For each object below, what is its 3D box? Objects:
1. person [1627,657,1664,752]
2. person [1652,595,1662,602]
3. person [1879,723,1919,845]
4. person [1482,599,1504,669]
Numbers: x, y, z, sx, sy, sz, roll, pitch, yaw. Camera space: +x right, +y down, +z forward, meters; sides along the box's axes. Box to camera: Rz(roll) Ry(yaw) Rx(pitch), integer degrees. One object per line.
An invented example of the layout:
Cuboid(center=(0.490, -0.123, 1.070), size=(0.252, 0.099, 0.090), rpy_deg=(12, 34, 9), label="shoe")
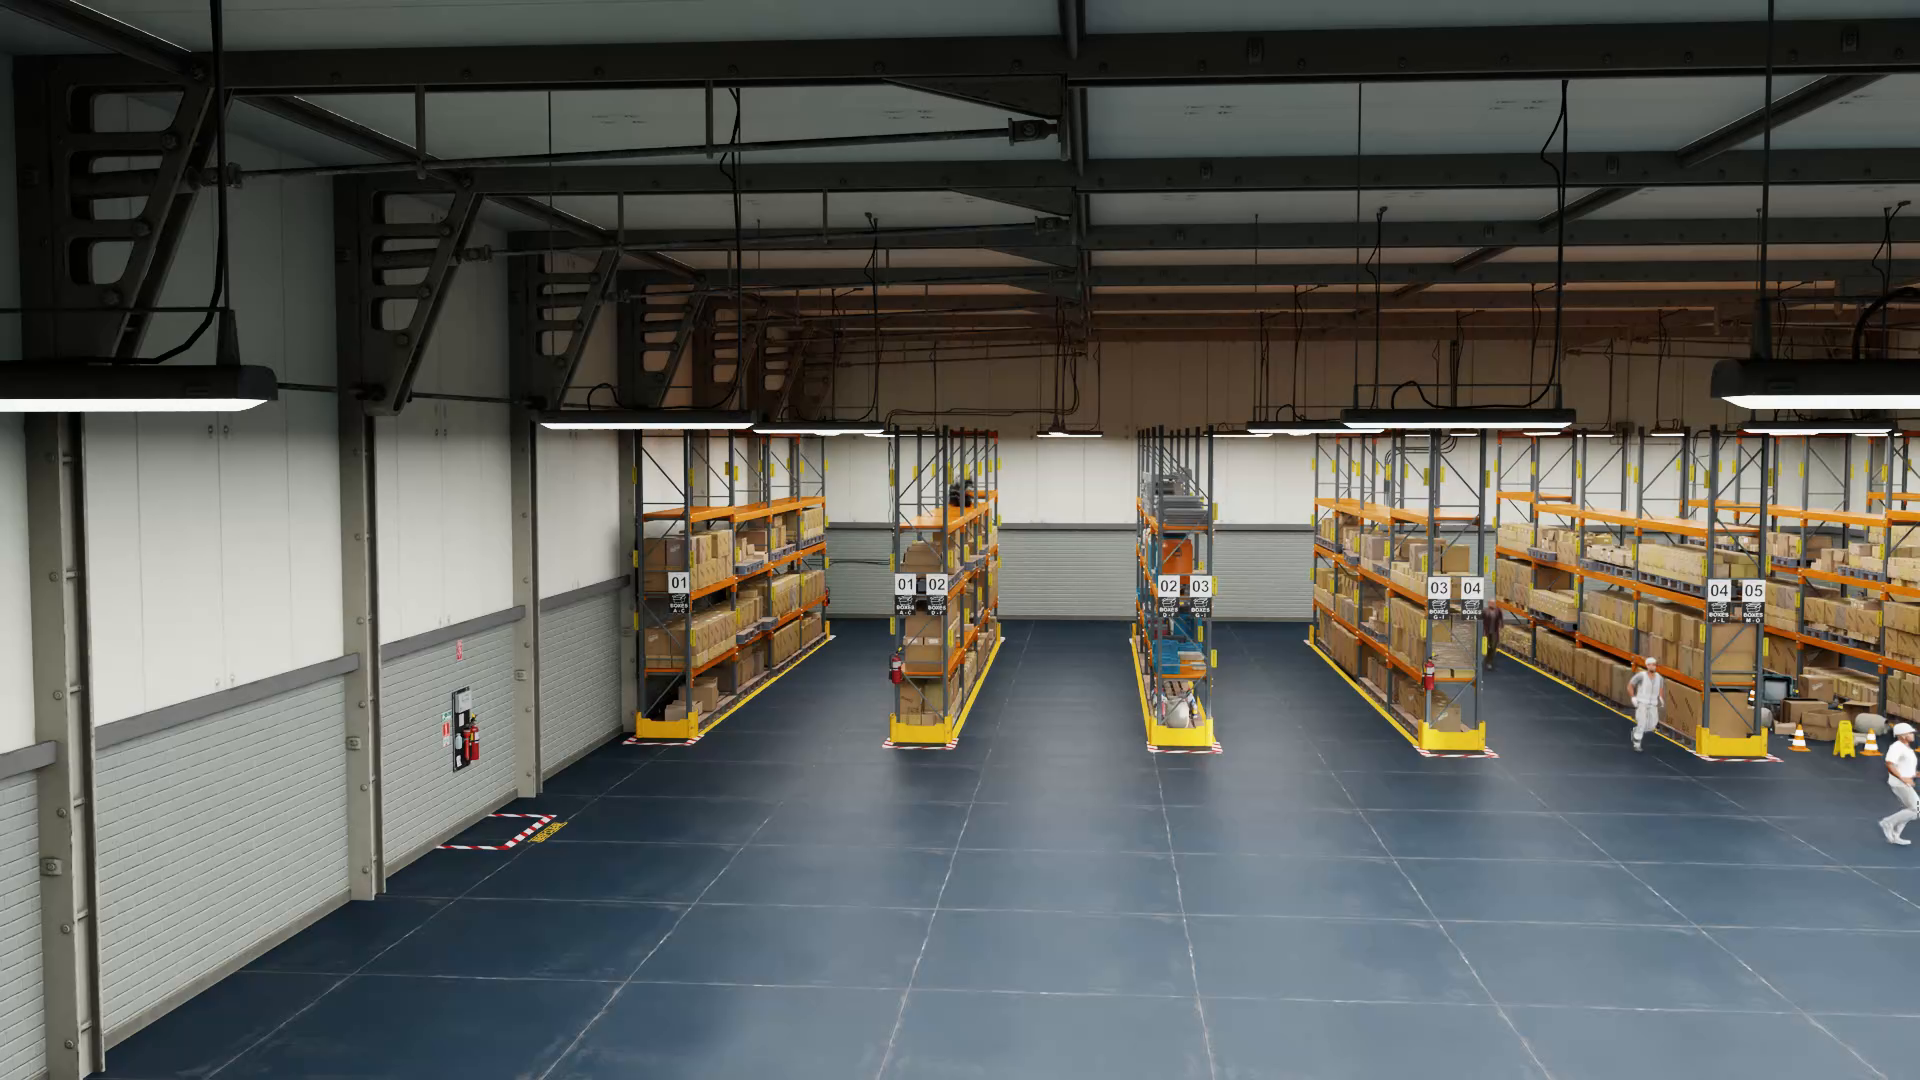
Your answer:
Cuboid(center=(12.652, 3.021, 30.659), size=(0.706, 1.728, 0.552), rpy_deg=(0, 3, -5), label="person")
Cuboid(center=(19.749, 2.116, 47.087), size=(0.707, 1.544, 0.498), rpy_deg=(-1, 3, -8), label="person")
Cuboid(center=(13.324, 3.443, 23.463), size=(0.571, 1.720, 0.676), rpy_deg=(2, 4, 33), label="person")
Cuboid(center=(13.358, 2.344, 41.926), size=(0.738, 1.749, 0.793), rpy_deg=(0, 3, 0), label="person")
